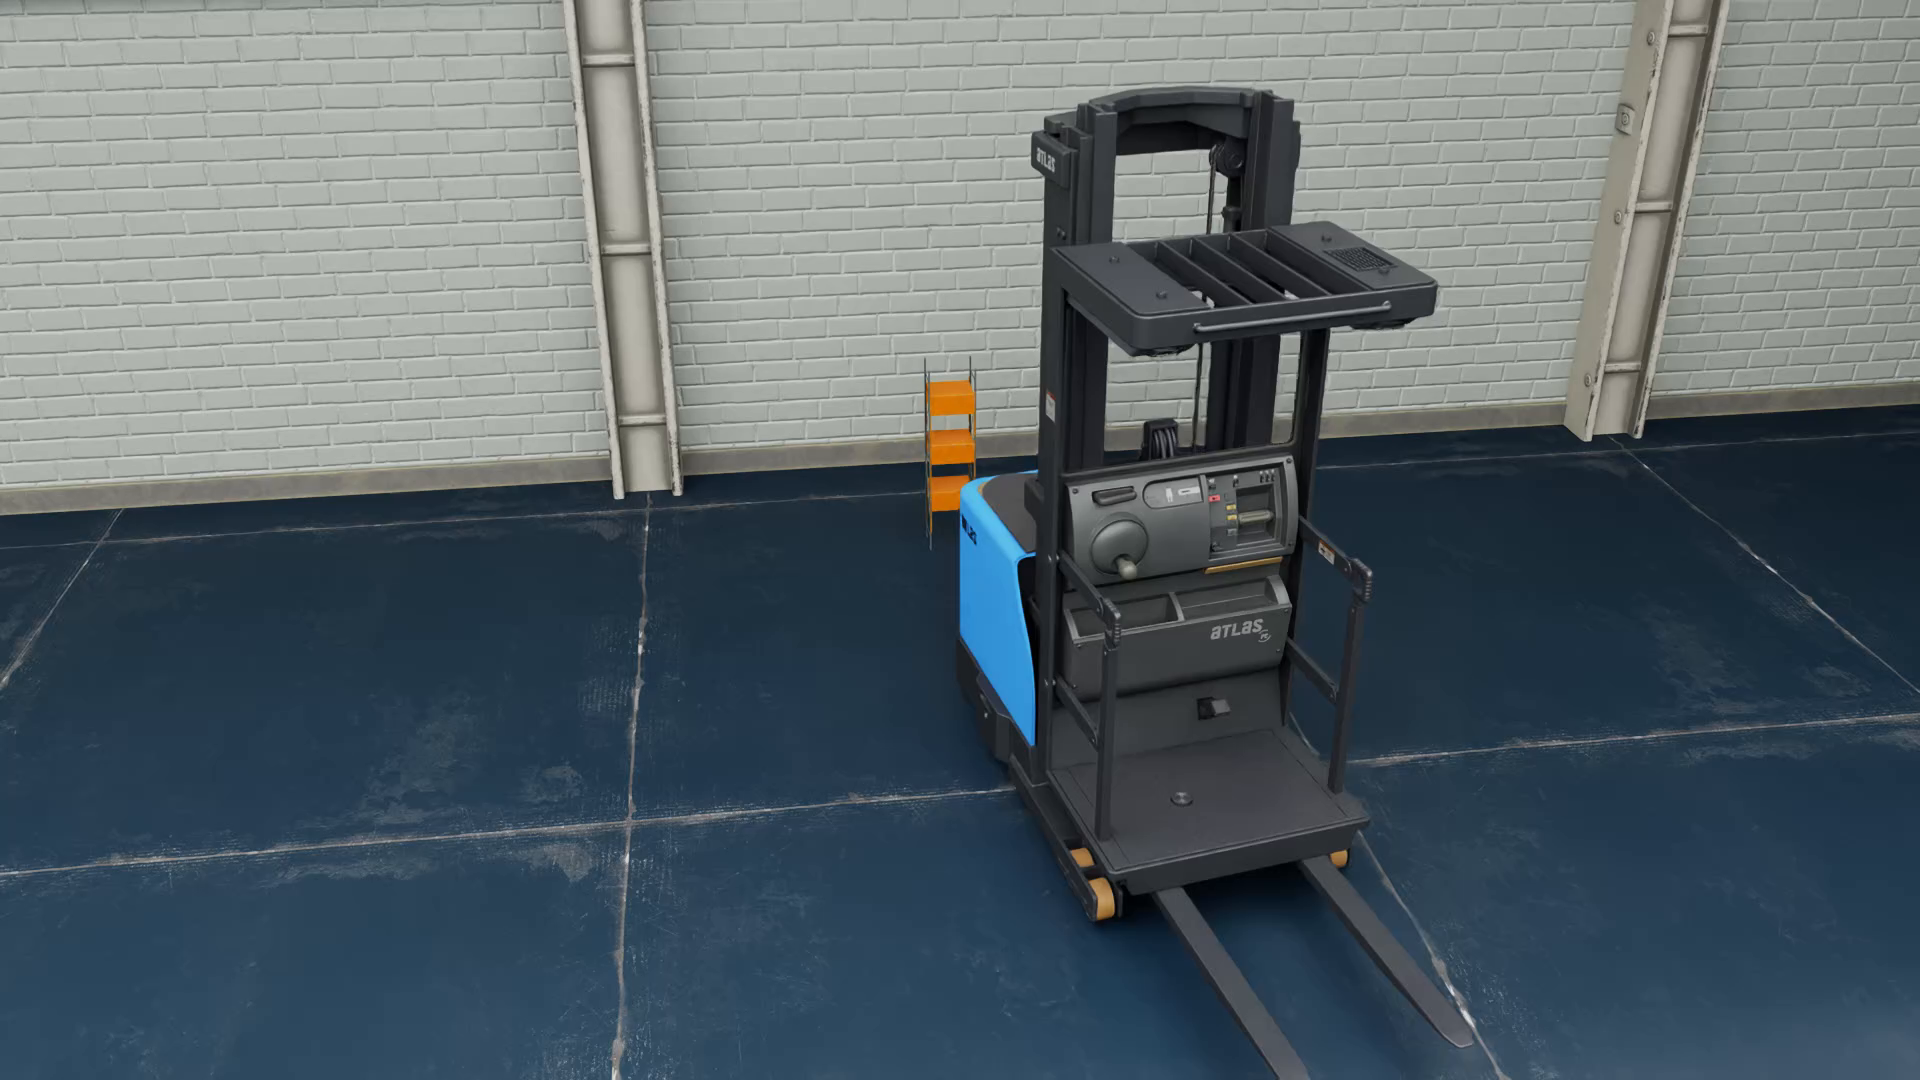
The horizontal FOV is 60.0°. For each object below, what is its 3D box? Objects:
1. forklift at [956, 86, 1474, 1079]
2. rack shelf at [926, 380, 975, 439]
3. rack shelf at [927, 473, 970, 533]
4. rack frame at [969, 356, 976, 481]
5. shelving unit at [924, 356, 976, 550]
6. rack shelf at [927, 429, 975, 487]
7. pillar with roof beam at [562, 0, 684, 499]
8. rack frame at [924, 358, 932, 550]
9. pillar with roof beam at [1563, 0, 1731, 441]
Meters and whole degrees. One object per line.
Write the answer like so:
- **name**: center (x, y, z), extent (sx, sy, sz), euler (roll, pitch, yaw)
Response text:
- **forklift**: center (0.921, -0.046, 6.129), extent (1.130, 2.935, 3.031), euler (-8, 28, -16)
- **rack shelf**: center (-0.053, -0.707, 8.879), extent (0.240, 0.259, 0.215), euler (-4, 27, -7)
- **rack shelf**: center (-0.053, -0.207, 9.135), extent (0.240, 0.259, 0.215), euler (-4, 27, -7)
- **rack frame**: center (0.068, -0.471, 9.019), extent (0.008, 1.050, 0.200), euler (-4, 27, -7)
- **shelving unit**: center (-0.053, -0.464, 9.004), extent (0.252, 1.050, 0.215), euler (-4, 27, -7)
- **rack shelf**: center (-0.053, -0.454, 9.008), extent (0.240, 0.259, 0.215), euler (-4, 27, -7)
- **pillar with roof beam**: center (-1.245, -2.379, 4.029), extent (0.400, 9.000, 9.100), euler (-4, 27, -7)
- **rack frame**: center (-0.174, -0.456, 8.989), extent (0.008, 1.050, 0.200), euler (-4, 27, -7)
- **pillar with roof beam**: center (4.696, -2.760, 4.773), extent (0.400, 9.000, 9.100), euler (-4, 27, -7)
